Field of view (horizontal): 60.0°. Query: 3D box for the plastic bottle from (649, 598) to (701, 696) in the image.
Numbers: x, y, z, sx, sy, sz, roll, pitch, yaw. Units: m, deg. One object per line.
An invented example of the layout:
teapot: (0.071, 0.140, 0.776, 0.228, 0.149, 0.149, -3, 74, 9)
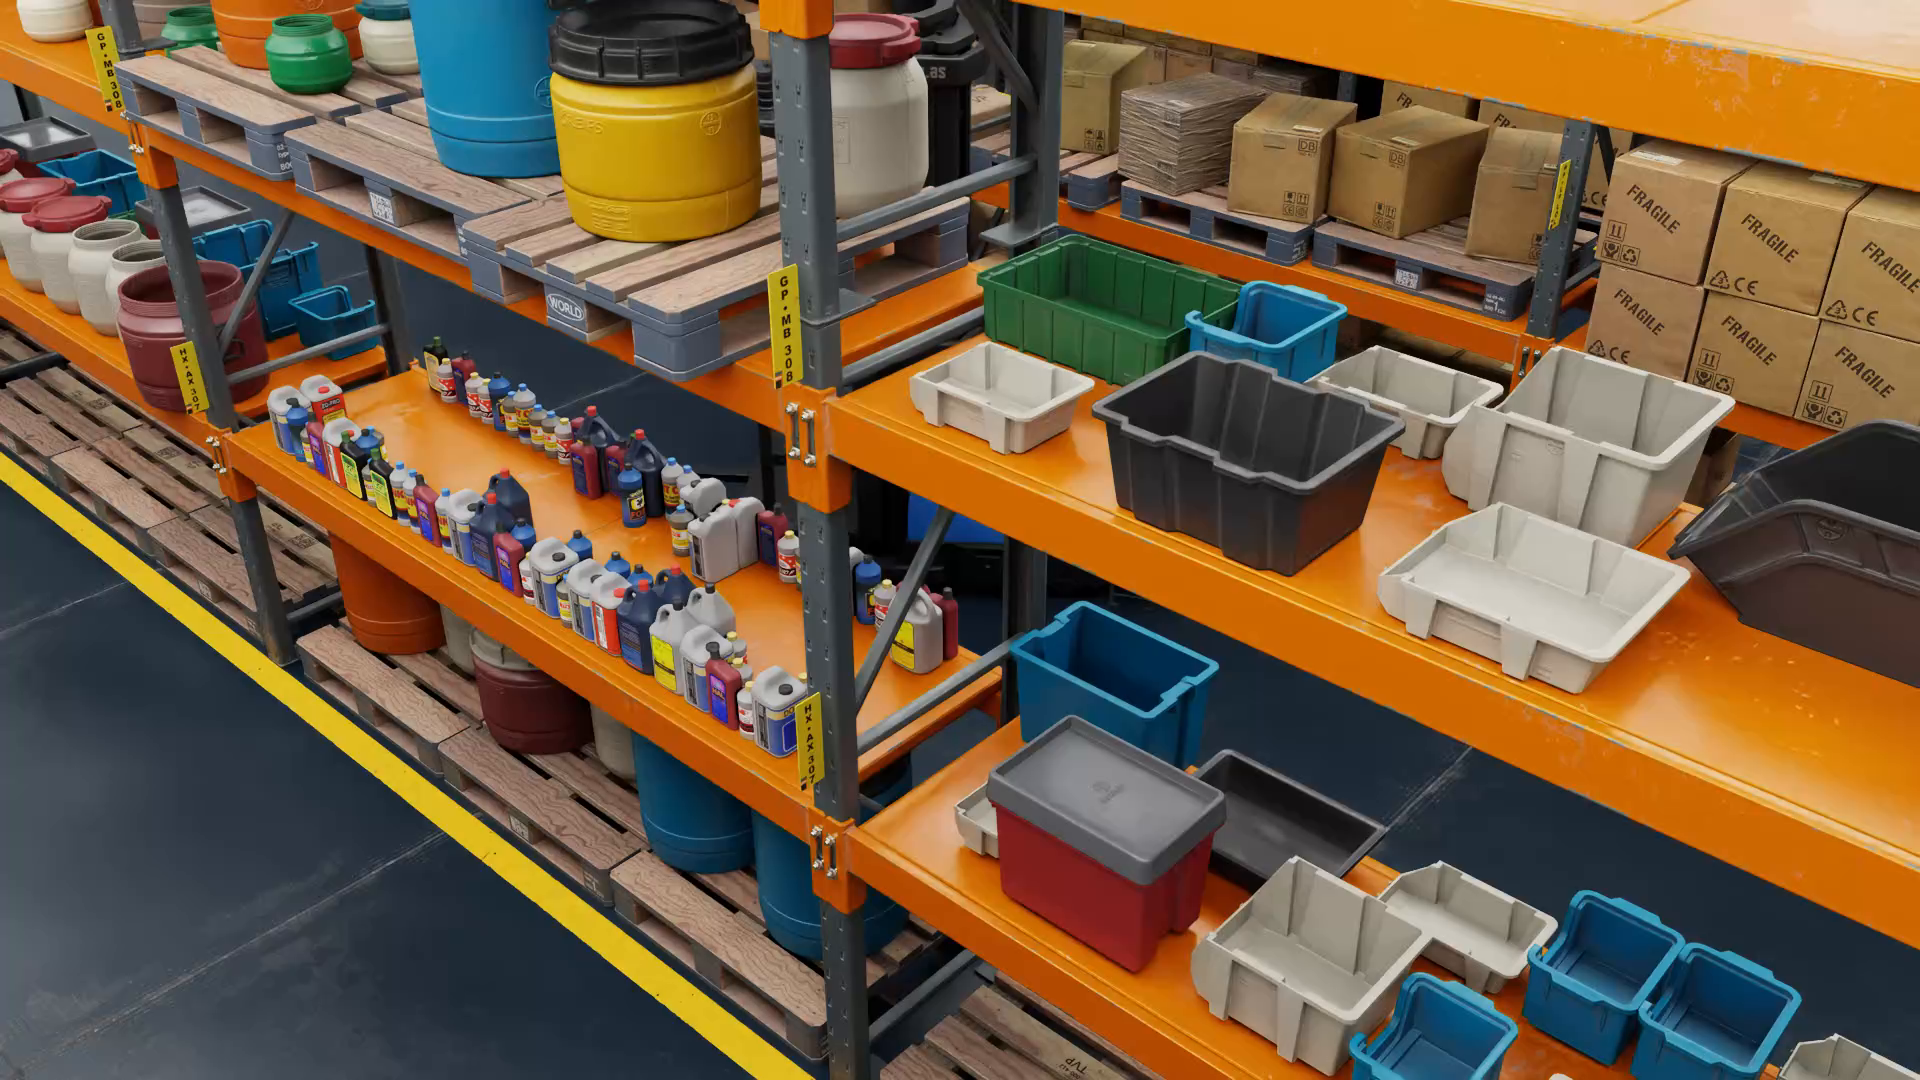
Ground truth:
plastic bottle: (-0.986, 0.352, 5.805, 0.185, 0.351, 0.144, 25, 39, 35)

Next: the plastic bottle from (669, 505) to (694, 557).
plastic bottle: (-1.101, -0.043, 6.607, 0.097, 0.201, 0.097, 0, 31, 0)

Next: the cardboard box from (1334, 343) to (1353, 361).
cardboard box: (1.951, -0.896, 9.827, 0.500, 0.500, 0.500, 26, 39, 36)

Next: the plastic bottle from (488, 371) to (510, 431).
plastic bottle: (-2.076, -0.634, 7.520, 0.097, 0.271, 0.097, 0, 31, 0)

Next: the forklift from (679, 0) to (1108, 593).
forklift: (-0.684, -1.272, 8.521, 3.031, 2.935, 1.130, 2, 31, 4)

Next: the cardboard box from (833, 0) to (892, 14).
cardboard box: (-0.948, -5.791, 17.958, 0.500, 0.500, 0.700, 22, 38, 32)

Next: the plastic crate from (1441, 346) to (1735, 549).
plastic crate: (1.445, -0.211, 3.899, 0.530, 0.282, 0.437, 25, 39, 35)

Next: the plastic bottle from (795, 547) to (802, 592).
plastic bottle: (-0.583, 0.092, 6.381, 0.097, 0.201, 0.097, 0, 31, 0)

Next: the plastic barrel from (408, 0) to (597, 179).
plastic barrel: (-1.453, -1.688, 5.344, 0.708, 0.901, 0.600, 25, 39, 35)

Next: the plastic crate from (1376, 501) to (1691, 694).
plastic crate: (1.182, 0.116, 3.497, 0.530, 0.136, 0.437, 25, 39, 35)

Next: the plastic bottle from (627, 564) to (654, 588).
plastic bottle: (-1.169, 0.211, 6.116, 0.097, 0.271, 0.097, 0, 31, 0)

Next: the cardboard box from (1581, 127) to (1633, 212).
cardboard box: (5.333, -3.005, 13.011, 0.750, 0.750, 0.750, 26, 40, 36)

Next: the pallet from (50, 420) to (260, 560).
pallet: (-4.499, -0.371, 9.662, 1.213, 0.211, 1.003, 25, 39, 35)

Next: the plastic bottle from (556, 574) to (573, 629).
plastic bottle: (-1.443, 0.219, 6.171, 0.097, 0.201, 0.097, 0, 31, 0)

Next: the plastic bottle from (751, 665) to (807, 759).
plastic bottle: (-0.594, 0.564, 5.525, 0.135, 0.276, 0.152, 25, 39, 35)

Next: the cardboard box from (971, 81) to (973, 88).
cardboard box: (-0.257, -3.099, 11.575, 0.500, 0.311, 0.500, 25, 39, 35)

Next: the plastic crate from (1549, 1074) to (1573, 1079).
plastic crate: (1.495, 1.494, 4.057, 0.250, 0.136, 0.298, 25, 39, 35)

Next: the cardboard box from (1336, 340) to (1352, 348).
cardboard box: (2.278, -1.103, 10.171, 0.500, 0.500, 0.500, 26, 39, 36)

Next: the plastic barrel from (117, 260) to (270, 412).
plastic barrel: (-3.598, -0.964, 7.810, 0.708, 0.536, 0.600, 25, 39, 35)

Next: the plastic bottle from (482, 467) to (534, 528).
plastic bottle: (-1.800, -0.134, 6.612, 0.185, 0.351, 0.144, 25, 39, 35)

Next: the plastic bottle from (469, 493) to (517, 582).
plastic bottle: (-1.803, -0.029, 6.438, 0.185, 0.351, 0.144, 25, 39, 35)

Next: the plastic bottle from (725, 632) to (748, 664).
plastic bottle: (-0.795, 0.416, 5.844, 0.097, 0.201, 0.097, 0, 31, 0)

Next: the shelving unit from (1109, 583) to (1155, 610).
shelving unit: (0.923, -0.089, 8.524, 0.258, 0.900, 0.210, 8, 32, 12)

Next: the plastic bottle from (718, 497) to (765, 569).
plastic bottle: (-0.859, -0.049, 6.544, 0.135, 0.276, 0.152, 25, 39, 35)

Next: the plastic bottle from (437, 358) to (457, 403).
plastic bottle: (-2.391, -0.752, 7.783, 0.097, 0.201, 0.097, 0, 31, 0)

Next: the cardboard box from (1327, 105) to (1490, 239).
cardboard box: (2.488, -2.055, 9.251, 0.700, 0.500, 0.500, -22, 38, -32)

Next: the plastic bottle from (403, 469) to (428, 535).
plastic bottle: (-2.194, -0.162, 6.735, 0.097, 0.271, 0.097, 0, 31, 0)

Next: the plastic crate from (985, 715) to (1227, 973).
plastic crate: (0.409, 0.876, 4.767, 0.583, 0.464, 0.402, 25, 39, 35)

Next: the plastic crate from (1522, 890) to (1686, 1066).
plastic crate: (1.720, 1.183, 4.480, 0.300, 0.233, 0.416, 25, 39, 35)

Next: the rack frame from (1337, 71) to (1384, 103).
rack frame: (3.597, -4.649, 14.064, 0.127, 3.000, 1.000, 25, 39, 35)

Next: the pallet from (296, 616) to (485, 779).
pallet: (-2.438, 0.591, 8.063, 1.213, 0.211, 1.003, 25, 39, 35)

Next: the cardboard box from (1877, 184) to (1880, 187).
cardboard box: (4.172, -1.588, 7.913, 0.500, 0.500, 0.500, 24, 39, 34)

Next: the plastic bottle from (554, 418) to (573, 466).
plastic bottle: (-1.715, -0.436, 7.258, 0.097, 0.201, 0.097, 0, 31, 0)

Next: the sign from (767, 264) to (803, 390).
sign: (-0.455, -0.555, 4.347, 0.005, 0.325, 0.100, 25, 39, 35)

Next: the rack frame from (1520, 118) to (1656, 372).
rack frame: (3.242, -1.369, 8.616, 0.127, 3.000, 1.000, 25, 39, 35)

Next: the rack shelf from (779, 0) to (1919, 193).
rack shelf: (1.398, -0.875, 3.063, 4.000, 0.370, 1.077, 25, 39, 35)

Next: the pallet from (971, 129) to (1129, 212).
pallet: (0.826, -2.463, 10.620, 1.003, 0.211, 1.213, 25, 39, 35)

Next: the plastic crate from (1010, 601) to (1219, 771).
plastic crate: (0.490, 0.536, 5.408, 0.575, 0.384, 0.392, 25, 39, 35)

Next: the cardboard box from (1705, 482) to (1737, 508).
cardboard box: (4.173, -0.141, 8.913, 0.250, 0.149, 0.380, 25, 39, 35)

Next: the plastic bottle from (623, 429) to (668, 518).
plastic bottle: (-1.291, -0.286, 6.864, 0.185, 0.351, 0.144, 25, 39, 35)

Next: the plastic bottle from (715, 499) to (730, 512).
plastic bottle: (-0.927, -0.068, 6.647, 0.097, 0.201, 0.097, 0, 31, 0)

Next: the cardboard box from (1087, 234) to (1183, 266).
cardboard box: (1.172, -1.940, 10.835, 0.500, 0.250, 0.500, 27, 40, 37)

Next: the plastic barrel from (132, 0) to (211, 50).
plastic barrel: (-3.514, -2.728, 7.478, 0.600, 0.901, 0.600, 0, 31, 0)

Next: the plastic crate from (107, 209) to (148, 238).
plastic crate: (-4.536, -1.659, 9.303, 0.662, 0.188, 0.450, 25, 39, 35)

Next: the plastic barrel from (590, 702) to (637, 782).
plastic barrel: (-1.360, 0.740, 7.117, 0.421, 0.512, 0.421, 0, 31, 0)

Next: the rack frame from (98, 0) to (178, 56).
rack frame: (-3.051, -3.431, 6.224, 0.127, 3.000, 1.000, 25, 39, 35)

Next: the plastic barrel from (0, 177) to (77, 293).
plastic barrel: (-4.910, -1.634, 8.924, 0.433, 0.535, 0.433, 0, 31, 0)

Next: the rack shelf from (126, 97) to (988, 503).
rack shelf: (-1.568, -1.145, 6.033, 4.000, 0.370, 1.077, 25, 39, 35)

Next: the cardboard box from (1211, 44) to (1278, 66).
cardboard box: (2.648, -4.538, 15.150, 0.500, 0.250, 0.500, 26, 40, 36)

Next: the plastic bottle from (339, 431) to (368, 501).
plastic bottle: (-2.535, -0.313, 6.975, 0.133, 0.283, 0.061, 25, 39, 35)

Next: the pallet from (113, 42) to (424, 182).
pallet: (-2.549, -1.763, 6.544, 1.213, 0.211, 1.003, 25, 39, 35)

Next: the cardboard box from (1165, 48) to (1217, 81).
cardboard box: (2.337, -4.380, 15.614, 0.500, 0.500, 0.700, 25, 39, 35)

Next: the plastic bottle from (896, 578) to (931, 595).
plastic bottle: (-0.169, 0.238, 6.060, 0.133, 0.283, 0.061, 25, 39, 35)

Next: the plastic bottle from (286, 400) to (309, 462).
plastic bottle: (-2.879, -0.481, 7.266, 0.097, 0.271, 0.097, 0, 31, 0)
